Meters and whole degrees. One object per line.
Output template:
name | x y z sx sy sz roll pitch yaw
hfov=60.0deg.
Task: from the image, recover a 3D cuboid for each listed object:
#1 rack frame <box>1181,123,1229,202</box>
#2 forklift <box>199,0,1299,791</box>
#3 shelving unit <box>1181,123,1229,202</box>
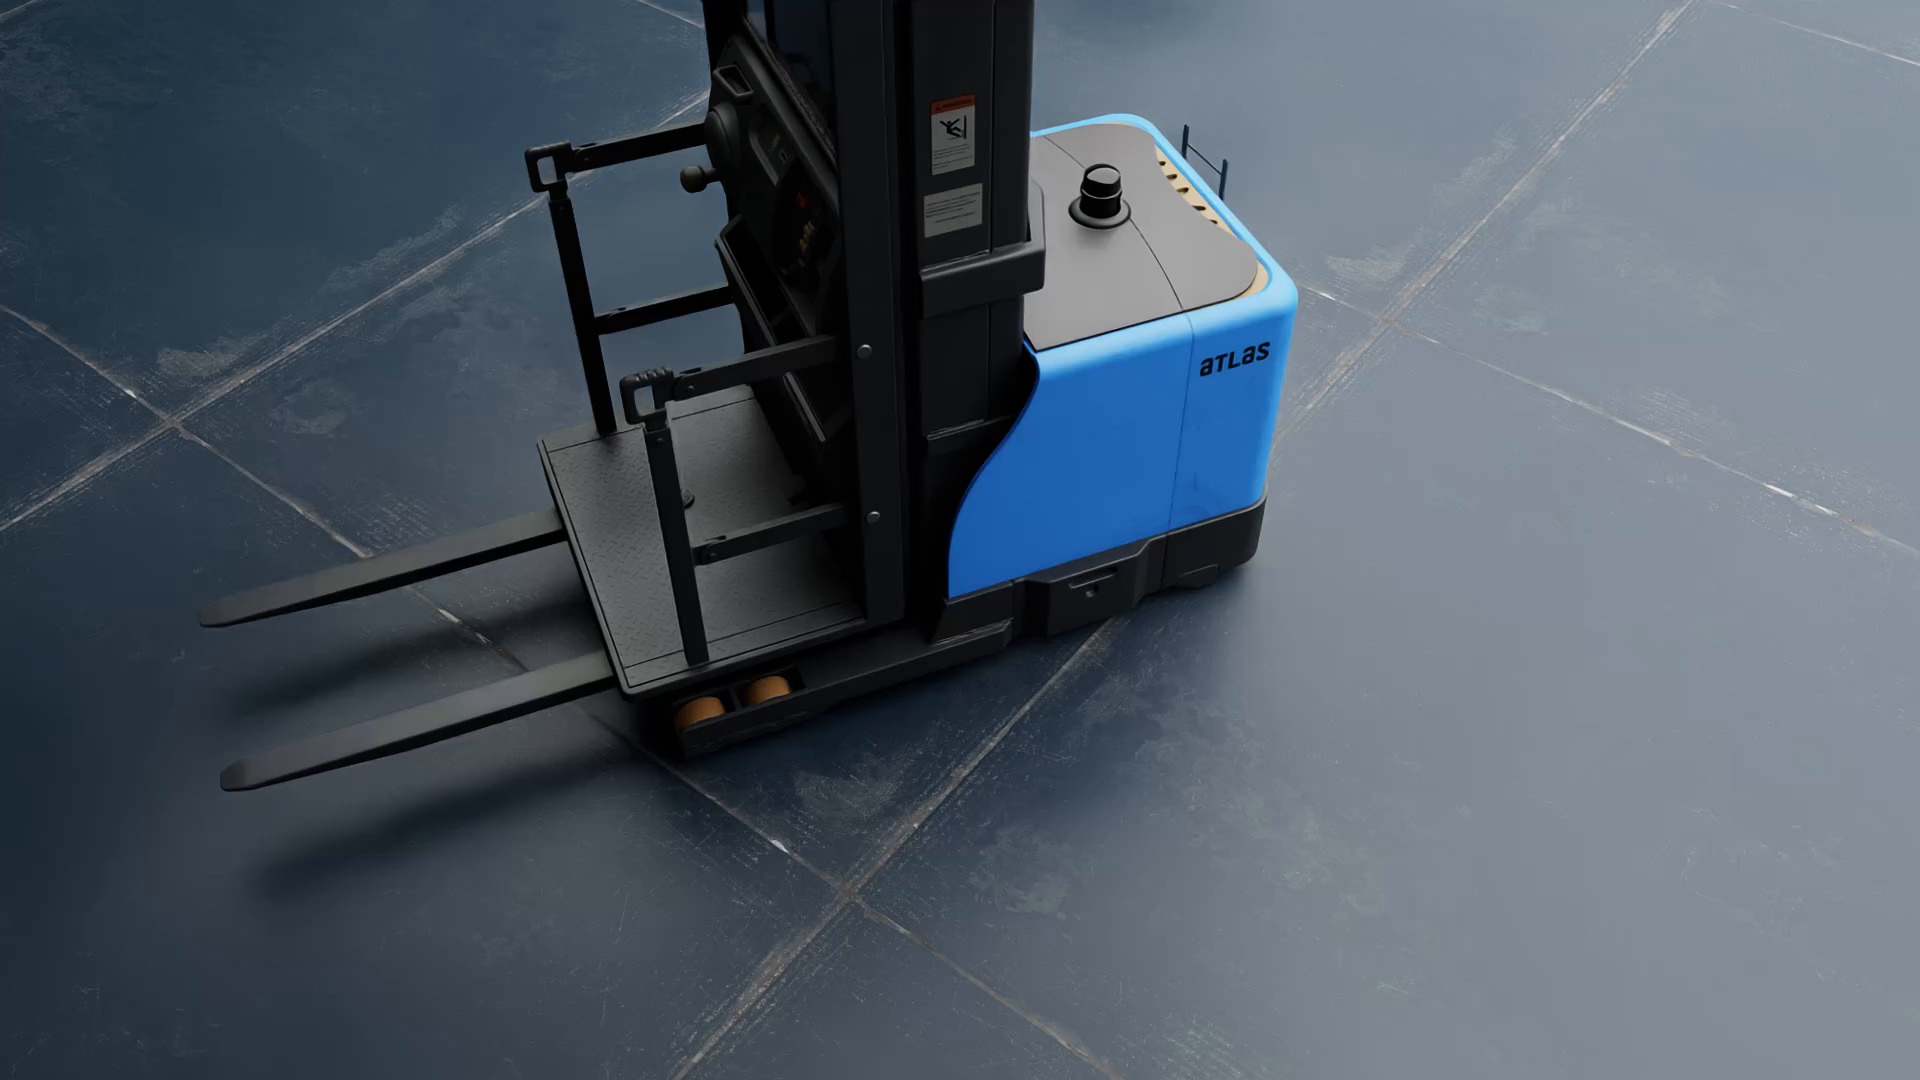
rack frame | 0.769 -0.933 5.519 0.006 0.900 0.240 -21 50 -19
forklift | -0.646 -0.849 4.034 3.031 2.935 1.130 -17 49 -15
shelving unit | 0.679 -0.899 5.486 0.210 0.900 0.258 -21 50 -19
